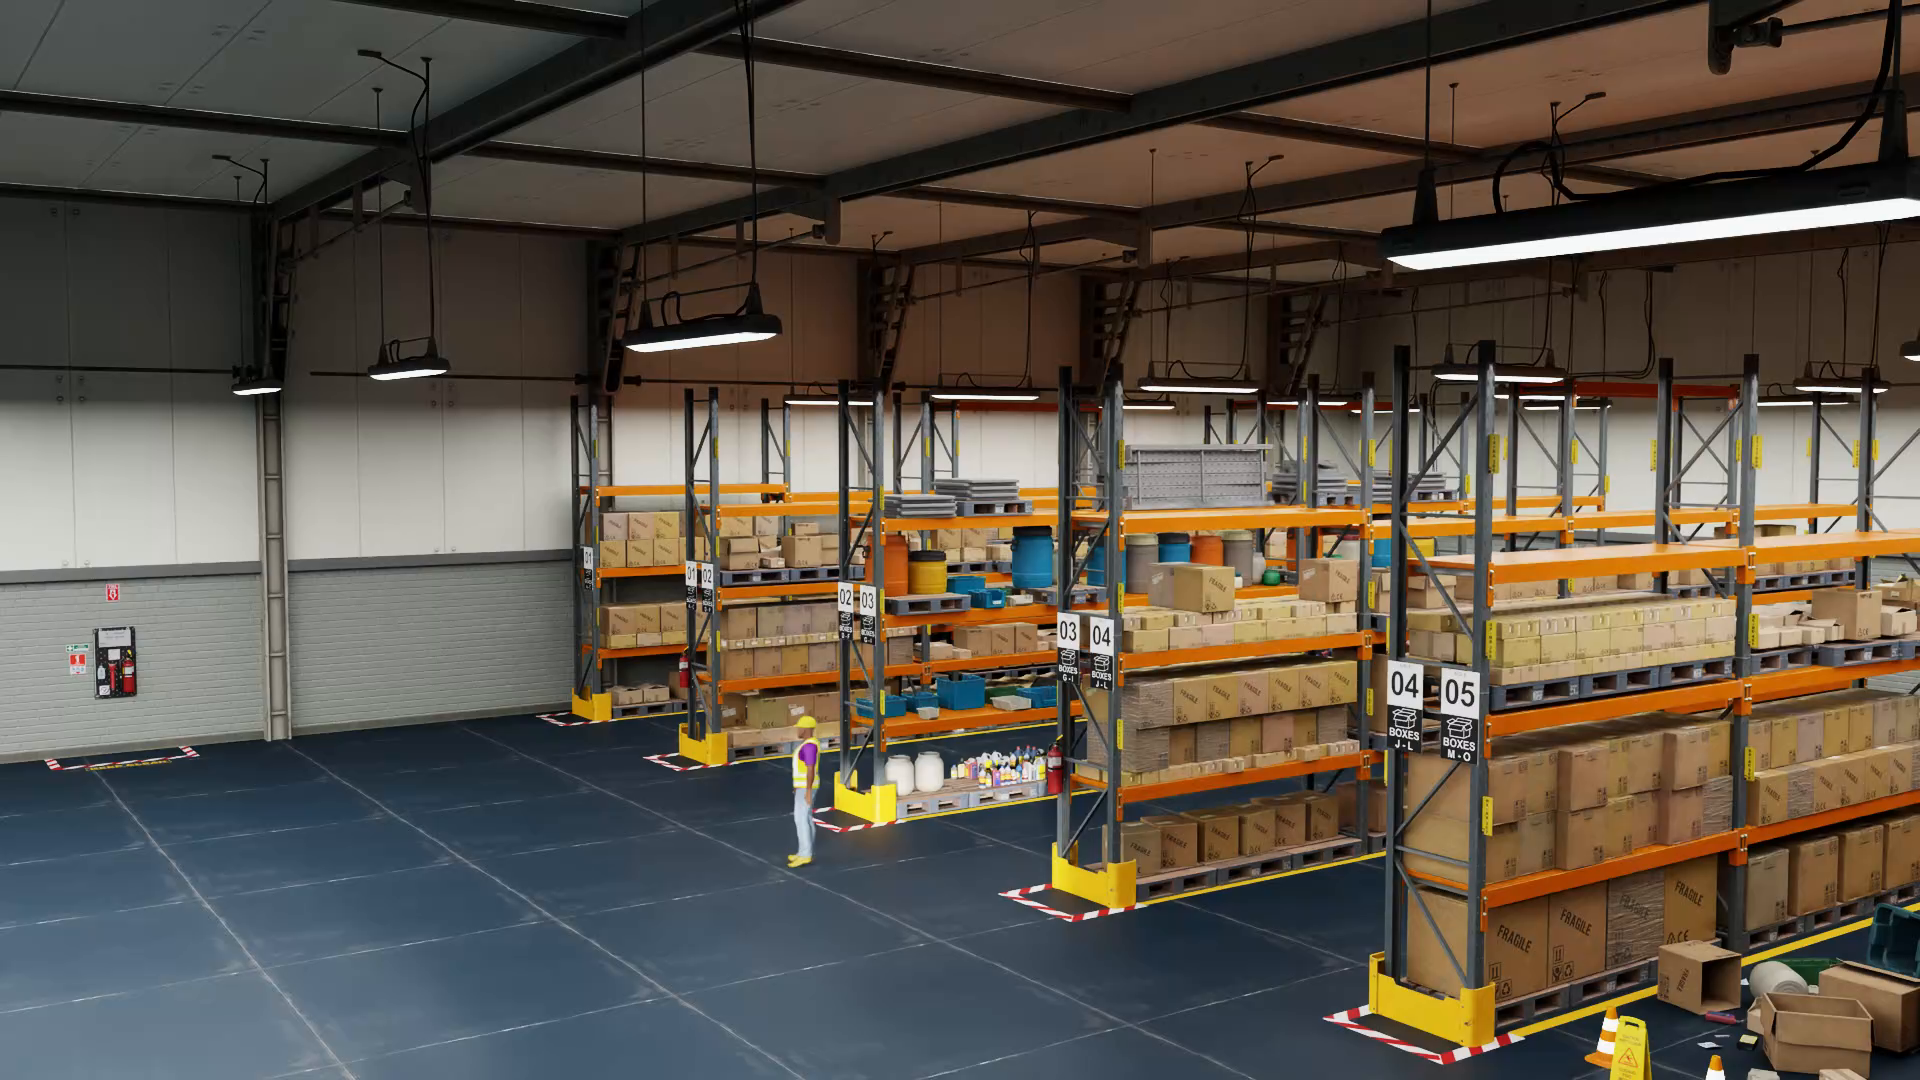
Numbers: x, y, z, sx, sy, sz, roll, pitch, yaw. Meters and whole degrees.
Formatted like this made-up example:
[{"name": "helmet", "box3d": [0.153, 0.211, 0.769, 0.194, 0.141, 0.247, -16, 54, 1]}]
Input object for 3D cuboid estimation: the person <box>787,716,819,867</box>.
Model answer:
[{"name": "person", "box3d": [-1.920, 3.060, 20.387, 0.397, 1.798, 0.622, 0, 3, -3]}]
